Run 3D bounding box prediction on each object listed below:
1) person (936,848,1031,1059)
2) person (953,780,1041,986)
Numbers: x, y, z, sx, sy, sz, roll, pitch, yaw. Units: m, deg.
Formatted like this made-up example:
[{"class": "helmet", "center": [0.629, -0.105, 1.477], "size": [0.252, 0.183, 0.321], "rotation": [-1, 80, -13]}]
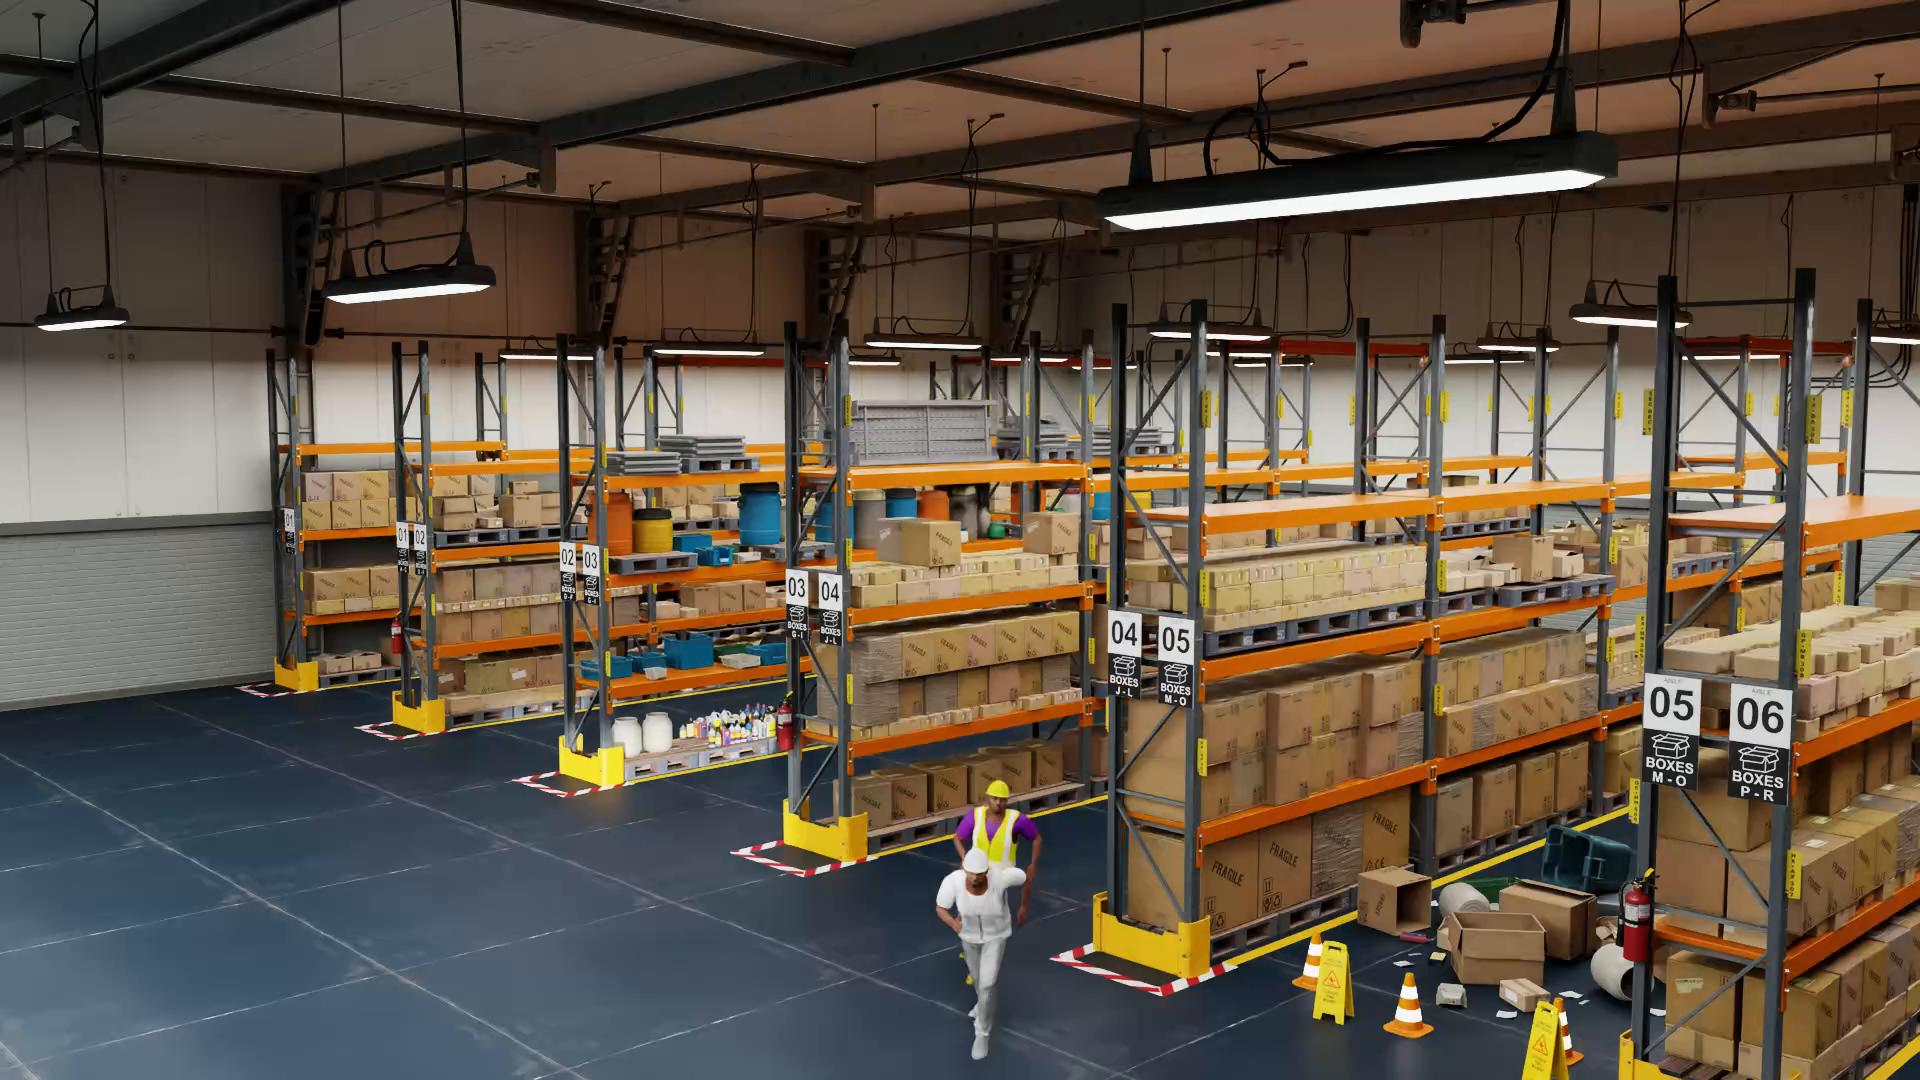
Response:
[{"class": "person", "center": [0.196, 3.213, 13.284], "size": [0.745, 1.716, 1.030], "rotation": [1, 5, 8]}, {"class": "person", "center": [0.307, 3.018, 14.814], "size": [0.763, 1.806, 0.679], "rotation": [2, 5, 18]}]
